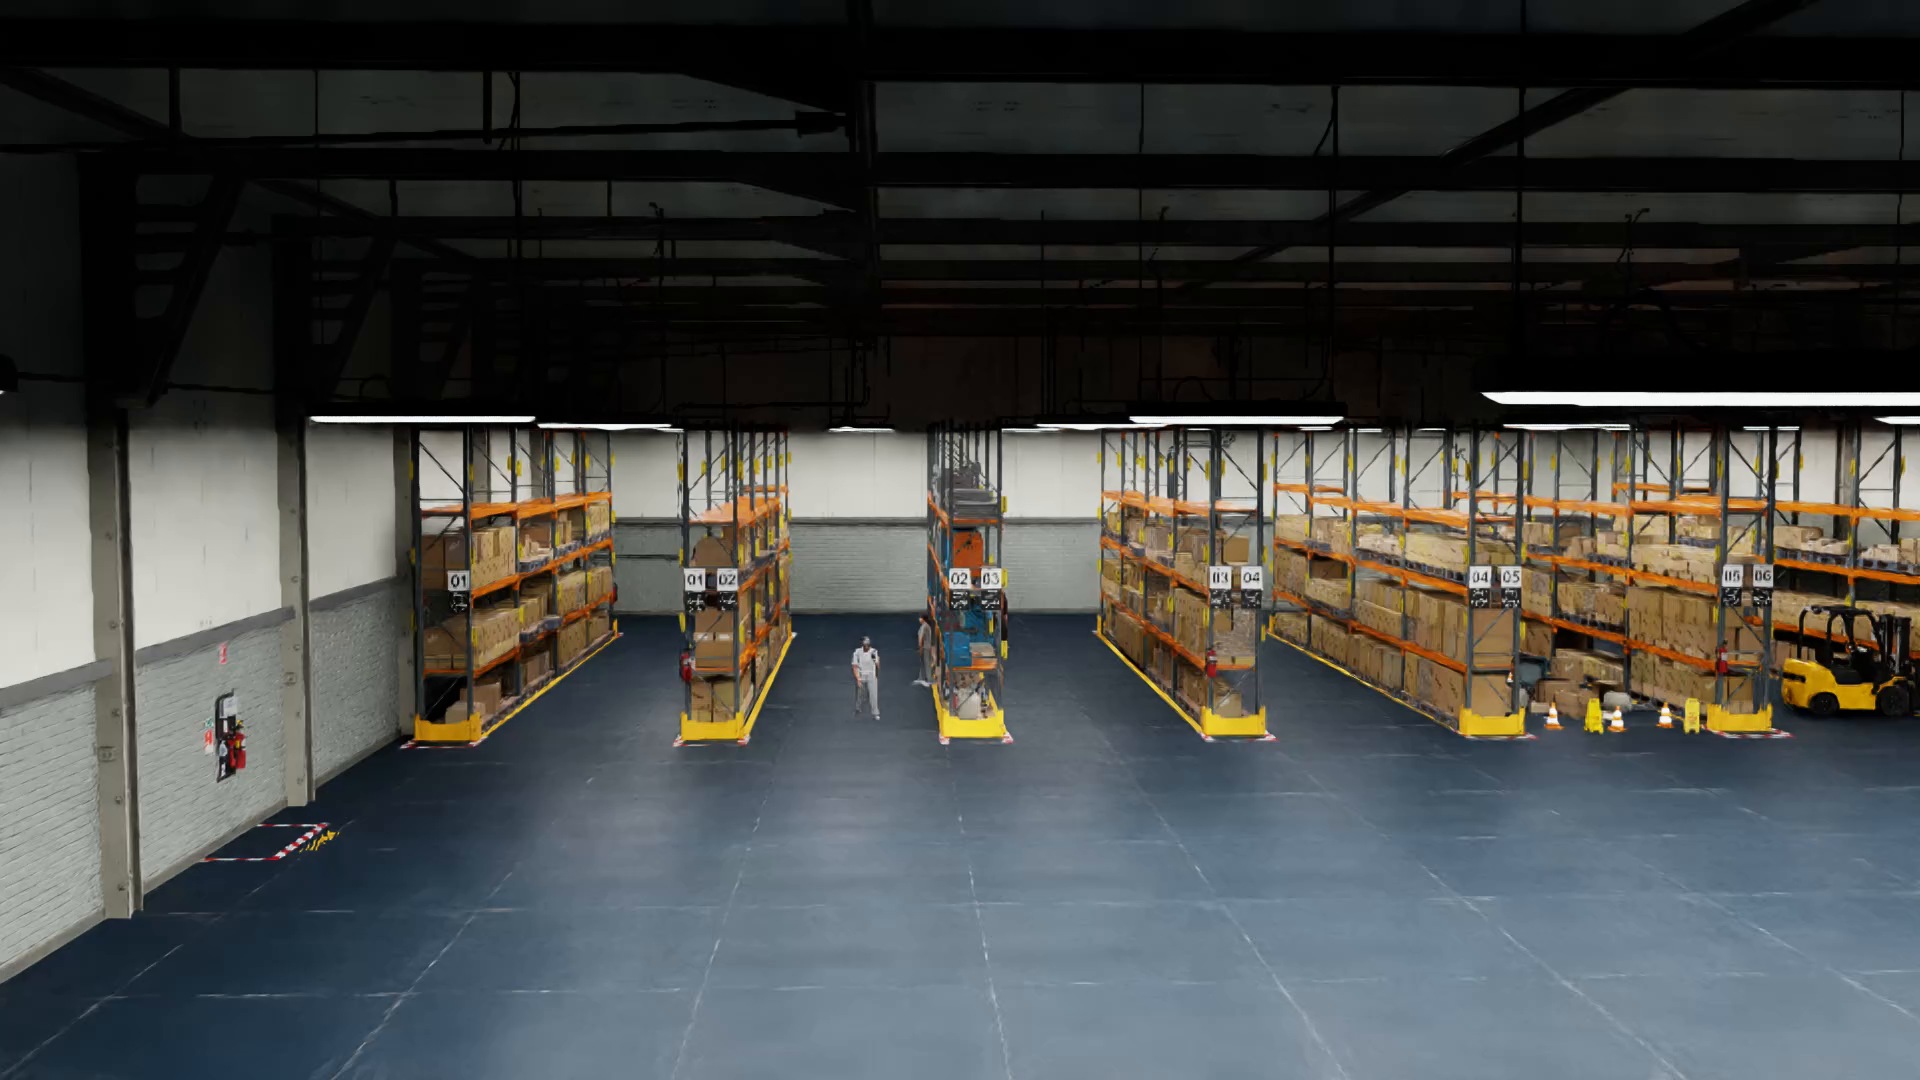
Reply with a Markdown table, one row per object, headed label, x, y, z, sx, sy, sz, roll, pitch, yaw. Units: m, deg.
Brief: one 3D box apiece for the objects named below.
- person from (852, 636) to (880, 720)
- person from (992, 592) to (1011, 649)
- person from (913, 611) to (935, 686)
| label | x | y | z | sx | sy | sz | roll | pitch | yaw |
| --- | --- | --- | --- | --- | --- | --- | --- | --- | --- |
| person | -1.885 | 2.729 | 33.273 | 0.562 | 1.684 | 1.100 | -1 | 4 | -12 |
| person | 0.985 | 2.023 | 44.225 | 0.728 | 1.732 | 0.763 | -1 | 4 | -22 |
| person | -0.826 | 2.514 | 37.802 | 0.570 | 1.539 | 0.592 | 1 | 4 | 9 |
